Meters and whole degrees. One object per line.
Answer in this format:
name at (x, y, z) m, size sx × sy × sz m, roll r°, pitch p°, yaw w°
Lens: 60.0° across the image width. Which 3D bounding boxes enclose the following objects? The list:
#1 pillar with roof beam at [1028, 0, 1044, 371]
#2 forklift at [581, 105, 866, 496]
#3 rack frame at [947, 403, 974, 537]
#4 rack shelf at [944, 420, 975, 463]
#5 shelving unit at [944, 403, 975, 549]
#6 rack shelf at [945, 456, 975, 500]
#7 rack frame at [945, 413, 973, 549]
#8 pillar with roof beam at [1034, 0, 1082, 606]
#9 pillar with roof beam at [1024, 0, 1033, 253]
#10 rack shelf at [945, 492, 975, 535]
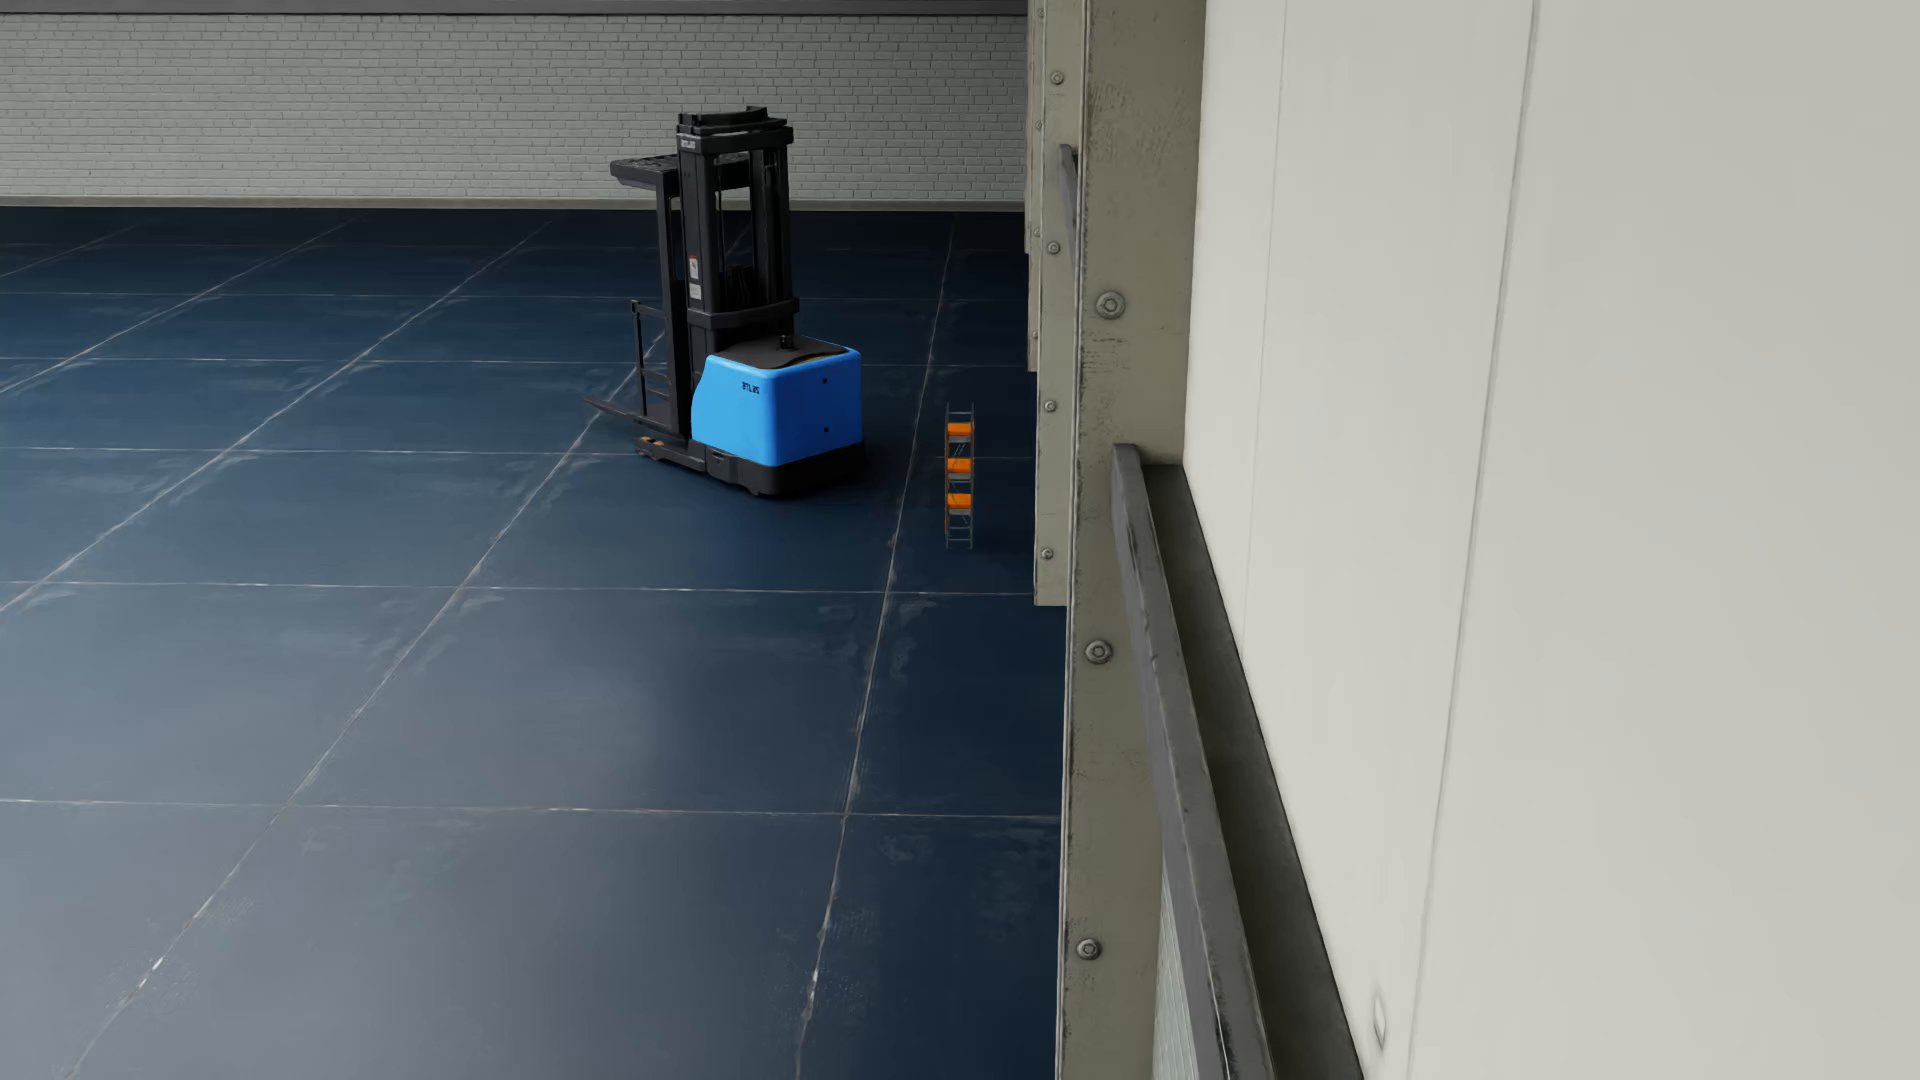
pillar with roof beam at (-3.450, -6.034, 15.641) m, size 9.100 × 9.000 × 0.400 m, roll 1°, pitch 21°, yaw 2°
forklift at (-2.183, -2.163, 14.053) m, size 1.130 × 2.935 × 3.031 m, roll -20°, pitch 29°, yaw -41°
rack frame at (0.002, -0.514, 12.403) m, size 0.200 × 1.050 × 0.008 m, roll 1°, pitch 21°, yaw 2°
rack shelf at (-0.002, -0.725, 12.190) m, size 0.215 × 0.259 × 0.240 m, roll 1°, pitch 21°, yaw 2°
shelving unit at (-0.002, -0.470, 12.289) m, size 0.215 × 1.050 × 0.252 m, roll 1°, pitch 21°, yaw 2°
rack shelf at (-0.002, -0.460, 12.293) m, size 0.215 × 0.259 × 0.240 m, roll 1°, pitch 21°, yaw 2°
rack frame at (-0.005, -0.426, 12.175) m, size 0.200 × 1.050 × 0.008 m, roll 1°, pitch 21°, yaw 2°
pillar with roof beam at (-3.633, -3.865, 10.050) m, size 9.100 × 9.000 × 0.400 m, roll 1°, pitch 21°, yaw 2°
pillar with roof beam at (-3.268, -8.204, 21.232) m, size 9.100 × 9.000 × 0.400 m, roll 1°, pitch 21°, yaw 2°
rack shelf at (-0.002, -0.201, 12.394) m, size 0.215 × 0.259 × 0.240 m, roll 1°, pitch 21°, yaw 2°
